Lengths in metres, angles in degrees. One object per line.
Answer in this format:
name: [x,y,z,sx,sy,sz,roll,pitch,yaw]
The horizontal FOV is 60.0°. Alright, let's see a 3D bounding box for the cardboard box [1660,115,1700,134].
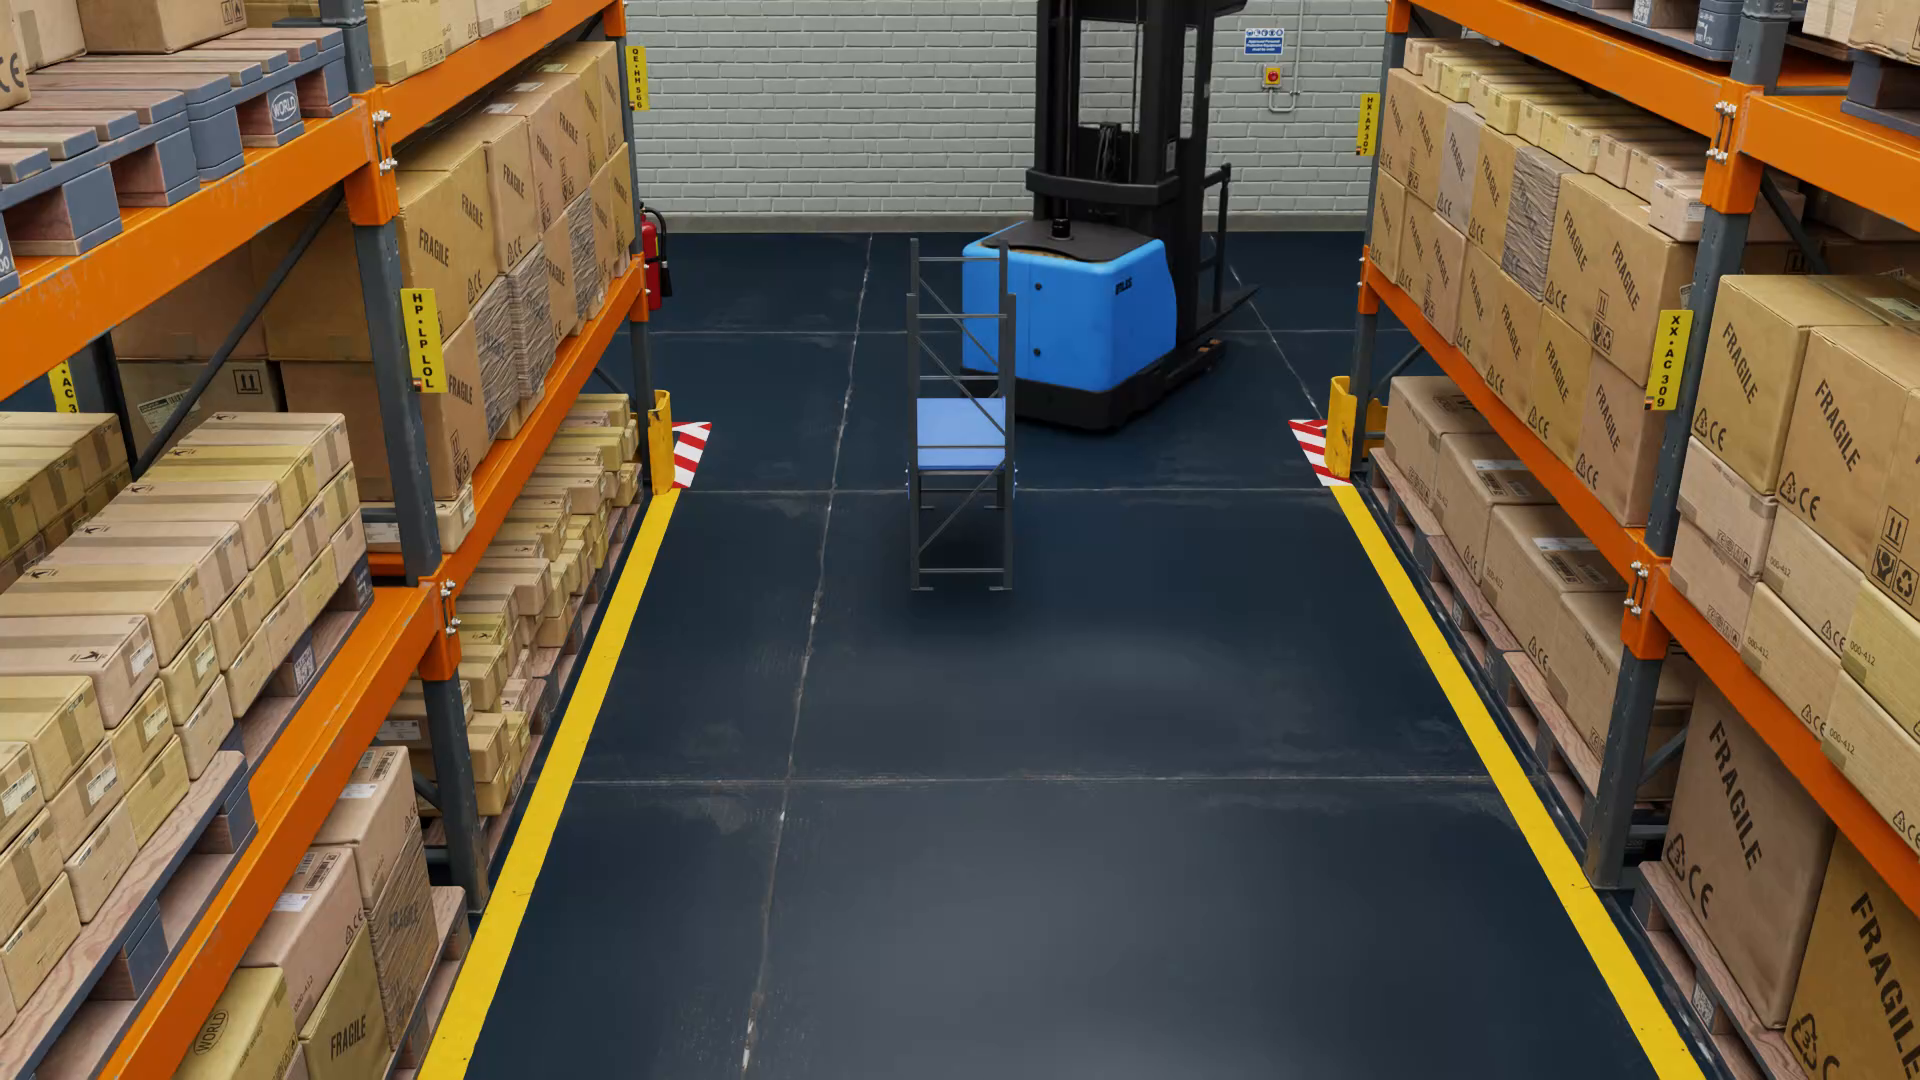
cardboard box: [2.964,-1.588,6.499,0.380,0.149,0.250,0,24,-1]

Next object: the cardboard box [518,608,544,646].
cardboard box: [-1.972,0.323,6.986,0.380,0.149,0.250,1,24,2]

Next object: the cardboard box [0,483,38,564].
cardboard box: [-2.623,-0.033,4.256,0.380,0.149,0.250,0,24,0]

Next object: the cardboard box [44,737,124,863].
cardboard box: [-1.960,0.524,3.386,0.380,0.149,0.250,1,24,1]

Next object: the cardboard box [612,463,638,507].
cardboard box: [-1.902,-0.289,8.699,0.380,0.149,0.250,0,24,1]

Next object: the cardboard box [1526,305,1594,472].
cardboard box: [2.500,-0.581,6.274,0.500,0.500,0.500,-1,24,-2]

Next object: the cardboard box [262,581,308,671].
cardboard box: [-1.971,0.226,4.406,0.380,0.149,0.250,0,24,-1]

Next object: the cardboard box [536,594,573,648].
cardboard box: [-1.915,0.352,7.282,0.380,0.149,0.250,-1,24,-2]

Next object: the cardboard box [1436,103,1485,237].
cardboard box: [2.474,-1.659,7.444,0.500,0.500,0.500,0,24,-1]

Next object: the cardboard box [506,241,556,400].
cardboard box: [-1.913,-0.868,6.546,0.500,0.500,0.500,-1,24,-2]

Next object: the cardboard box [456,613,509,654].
cardboard box: [-1.970,0.406,6.440,0.380,0.149,0.250,-1,24,-1]

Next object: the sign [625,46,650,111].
sign: [-1.666,-2.384,8.592,0.100,0.325,0.005,0,24,-1]

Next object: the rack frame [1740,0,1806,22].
rack frame: [2.772,-2.867,4.170,1.000,3.000,0.127,0,24,-1]

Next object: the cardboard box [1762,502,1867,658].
cardboard box: [2.528,0.104,4.455,0.500,0.250,0.500,0,24,0]

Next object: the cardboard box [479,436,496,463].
cardboard box: [-1.983,-0.401,6.302,0.380,0.149,0.250,-1,24,-3]

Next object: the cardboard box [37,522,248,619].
cardboard box: [-1.970,0.072,4.024,0.380,0.149,0.250,0,24,-1]

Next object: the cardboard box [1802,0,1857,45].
cardboard box: [2.427,-1.423,4.270,0.396,0.266,0.258,0,24,-1]

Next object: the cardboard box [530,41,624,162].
cardboard box: [-1.967,-2.167,8.207,0.500,0.500,0.500,-1,24,-2]

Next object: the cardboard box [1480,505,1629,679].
cardboard box: [2.862,0.214,7.236,0.875,0.438,0.875,-1,24,-2]

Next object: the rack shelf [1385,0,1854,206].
rack shelf: [2.750,-1.997,6.758,1.077,0.370,4.000,0,24,-1]

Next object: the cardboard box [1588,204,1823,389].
cardboard box: [2.490,-0.828,5.606,0.500,0.500,0.500,0,24,-1]

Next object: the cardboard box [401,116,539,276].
cardboard box: [-1.934,-1.315,6.322,0.500,0.500,0.500,0,24,0]

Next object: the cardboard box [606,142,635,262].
cardboard box: [-1.959,-1.715,8.420,0.500,0.500,0.500,0,24,1]

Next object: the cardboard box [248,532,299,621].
cardboard box: [-1.972,0.092,4.342,0.380,0.149,0.250,1,24,2]

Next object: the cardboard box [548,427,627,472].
cardboard box: [-1.886,-0.455,8.343,0.380,0.149,0.250,-1,24,-2]

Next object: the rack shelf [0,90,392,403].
rack shelf: [-2.155,-0.285,2.972,1.077,0.370,4.000,0,24,-1]

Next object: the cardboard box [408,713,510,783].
cardboard box: [-1.861,0.751,6.038,0.380,0.149,0.250,1,24,2]

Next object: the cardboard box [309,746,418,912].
cardboard box: [-1.916,0.842,4.863,0.500,0.250,0.500,-1,24,-2]

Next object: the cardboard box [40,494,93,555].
cardboard box: [-2.628,-0.011,4.569,0.380,0.149,0.250,-1,24,-2]

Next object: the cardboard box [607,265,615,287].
cardboard box: [-1.969,-1.368,8.439,0.380,0.149,0.250,0,24,-1]

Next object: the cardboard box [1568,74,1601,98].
cardboard box: [2.939,-2.009,7.431,0.380,0.149,0.250,0,24,-1]

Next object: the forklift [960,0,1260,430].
forklift: [1.183,-2.565,10.865,1.130,2.935,3.031,14,28,28]

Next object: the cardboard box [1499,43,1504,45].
cardboard box: [2.932,-2.432,8.365,0.380,0.149,0.250,0,24,0]

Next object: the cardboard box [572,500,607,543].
cardboard box: [-1.904,-0.102,7.925,0.380,0.149,0.250,0,24,0]

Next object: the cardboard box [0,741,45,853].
cardboard box: [-1.961,0.498,3.083,0.380,0.149,0.250,0,24,1]

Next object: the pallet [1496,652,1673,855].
pallet: [2.841,0.823,6.674,1.003,0.211,1.213,0,24,-1]

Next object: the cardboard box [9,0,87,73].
cardboard box: [-2.377,-1.224,3.774,0.500,0.311,0.500,-1,24,-1]

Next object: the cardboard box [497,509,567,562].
cardboard box: [-1.965,-0.020,7.383,0.380,0.149,0.250,0,24,0]

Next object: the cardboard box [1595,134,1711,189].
cardboard box: [2.542,-1.372,6.022,0.380,0.149,0.250,0,24,-1]

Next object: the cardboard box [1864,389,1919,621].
cardboard box: [2.525,-0.036,3.855,0.500,0.500,0.500,-1,24,-2]

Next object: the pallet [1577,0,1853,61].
pallet: [2.773,-1.797,5.552,1.003,0.211,1.213,0,24,-1]

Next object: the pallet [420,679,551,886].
pallet: [-2.220,0.924,6.451,1.003,0.211,1.213,0,24,-1]

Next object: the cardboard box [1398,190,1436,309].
cardboard box: [2.479,-1.420,8.129,0.500,0.500,0.500,-1,24,-1]

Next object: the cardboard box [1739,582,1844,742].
cardboard box: [2.519,0.330,4.562,0.500,0.250,0.500,-1,24,-2]

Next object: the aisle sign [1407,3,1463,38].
aisle sign: [2.437,-2.995,8.577,0.394,0.787,0.004,0,24,-1]

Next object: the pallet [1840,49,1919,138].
pallet: [2.831,-1.036,3.992,0.805,0.209,1.217,-1,24,-3]

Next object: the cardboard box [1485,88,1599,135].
cardboard box: [2.430,-1.792,6.950,0.380,0.149,0.250,-1,24,-2]

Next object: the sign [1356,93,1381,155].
sign: [2.173,-2.213,8.855,0.100,0.325,0.005,0,24,-1]

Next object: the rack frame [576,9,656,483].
rack frame: [-2.221,-1.718,8.909,1.000,3.000,0.127,0,24,-1]

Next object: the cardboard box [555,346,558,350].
cardboard box: [-2.009,-0.939,7.492,0.380,0.149,0.250,-1,24,-3]

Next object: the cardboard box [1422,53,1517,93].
cardboard box: [2.417,-2.216,7.888,0.380,0.149,0.250,0,24,1]

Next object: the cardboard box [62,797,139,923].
cardboard box: [-1.954,0.663,3.440,0.380,0.149,0.250,-1,24,-2]

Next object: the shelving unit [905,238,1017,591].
shelving unit: [0.001,-0.648,8.363,0.538,1.500,1.048,0,24,-1]

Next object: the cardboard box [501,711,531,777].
cardboard box: [-1.863,0.777,6.343,0.380,0.149,0.250,0,24,1]

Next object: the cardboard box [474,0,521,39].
cardboard box: [-1.919,-1.981,6.033,0.500,0.250,0.500,1,24,2]
